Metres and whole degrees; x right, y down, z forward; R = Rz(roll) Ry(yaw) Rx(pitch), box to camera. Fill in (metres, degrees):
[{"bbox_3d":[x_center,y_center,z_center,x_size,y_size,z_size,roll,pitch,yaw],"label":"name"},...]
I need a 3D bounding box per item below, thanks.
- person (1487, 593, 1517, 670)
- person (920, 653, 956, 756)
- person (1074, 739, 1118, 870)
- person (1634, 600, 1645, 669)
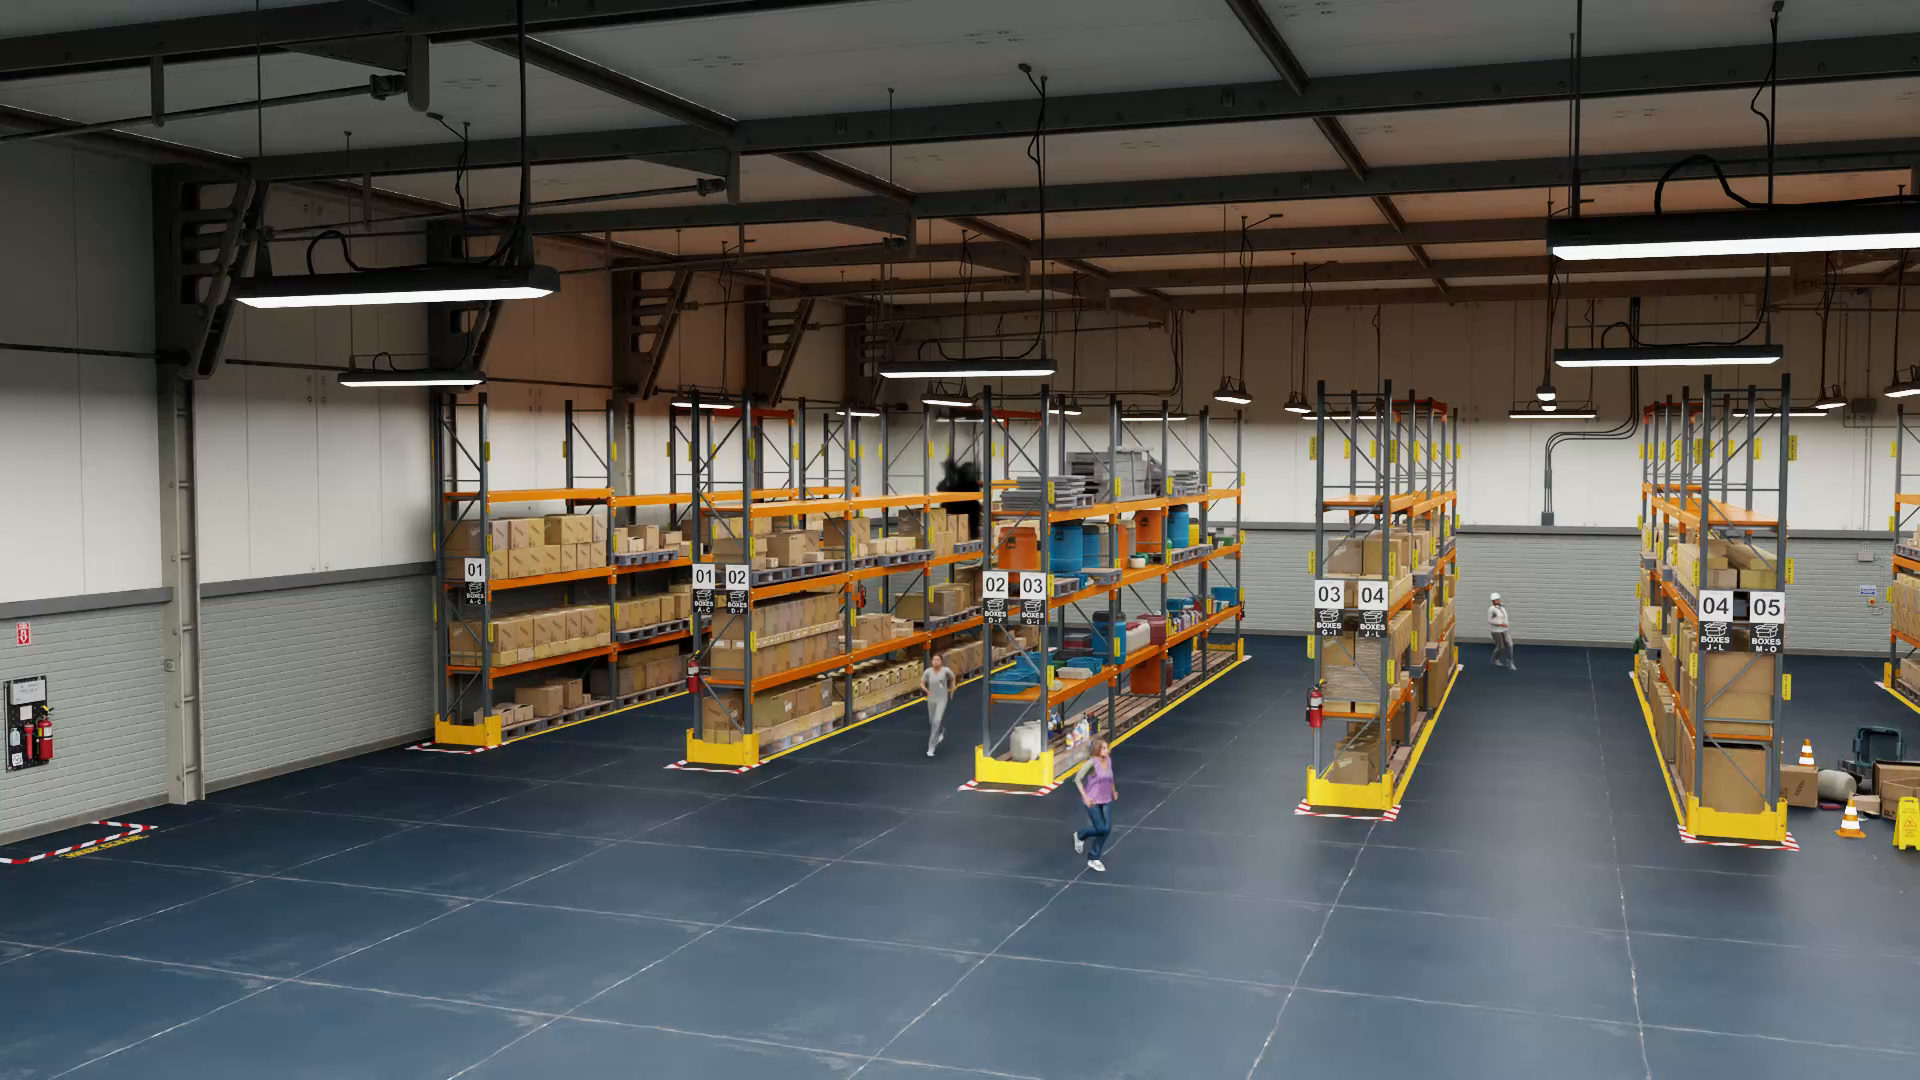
[{"bbox_3d":[12.383,2.106,38.266,0.652,1.776,0.736,-2,3,-29],"label":"person"},{"bbox_3d":[-0.371,2.696,27.725,0.587,1.664,0.993,1,3,10],"label":"person"},{"bbox_3d":[1.628,3.166,20.055,0.555,1.560,0.535,-3,4,-41],"label":"person"},{"bbox_3d":[15.732,2.149,37.991,0.607,1.707,0.748,1,3,20],"label":"person"}]
